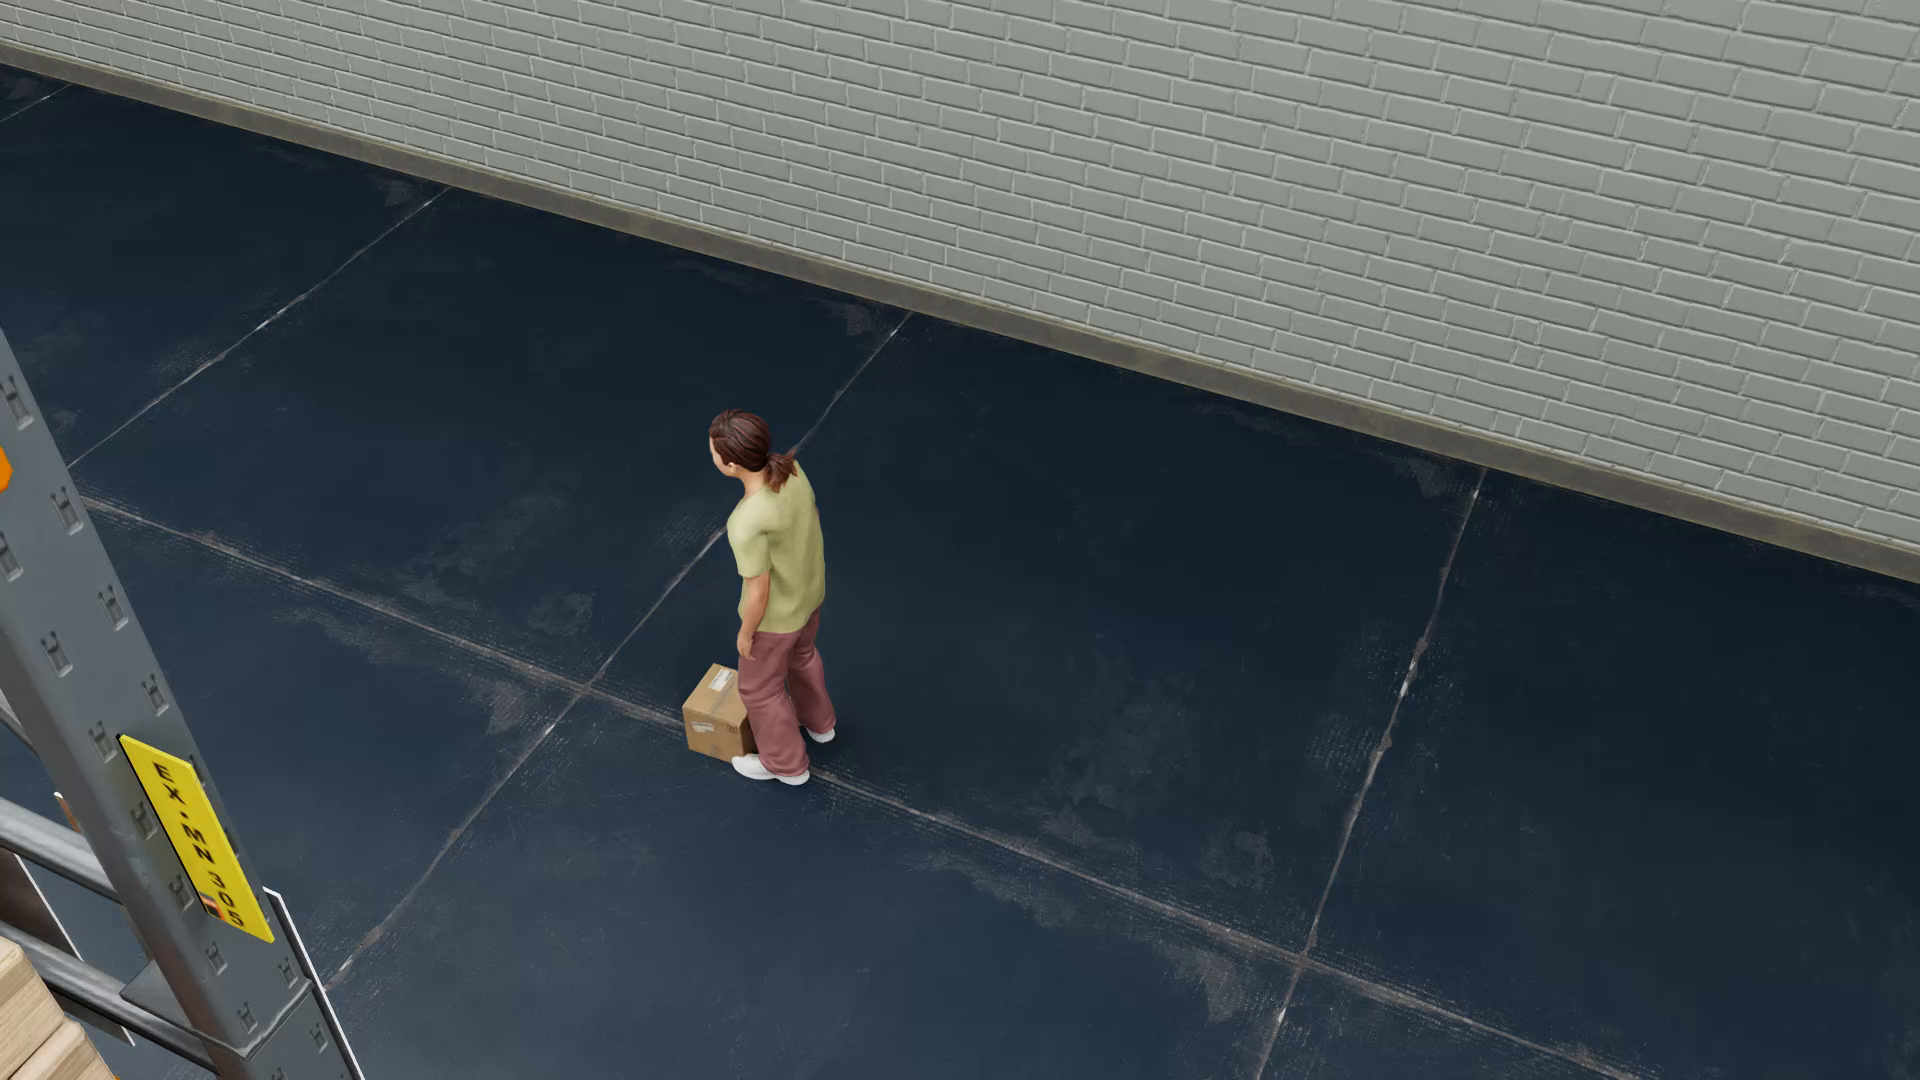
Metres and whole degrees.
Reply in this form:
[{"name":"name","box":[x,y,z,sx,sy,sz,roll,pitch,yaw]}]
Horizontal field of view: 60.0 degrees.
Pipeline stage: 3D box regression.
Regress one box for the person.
[{"name":"person","box":[-0.665,0.218,5.920,0.359,1.672,0.497,16,45,17]}]
